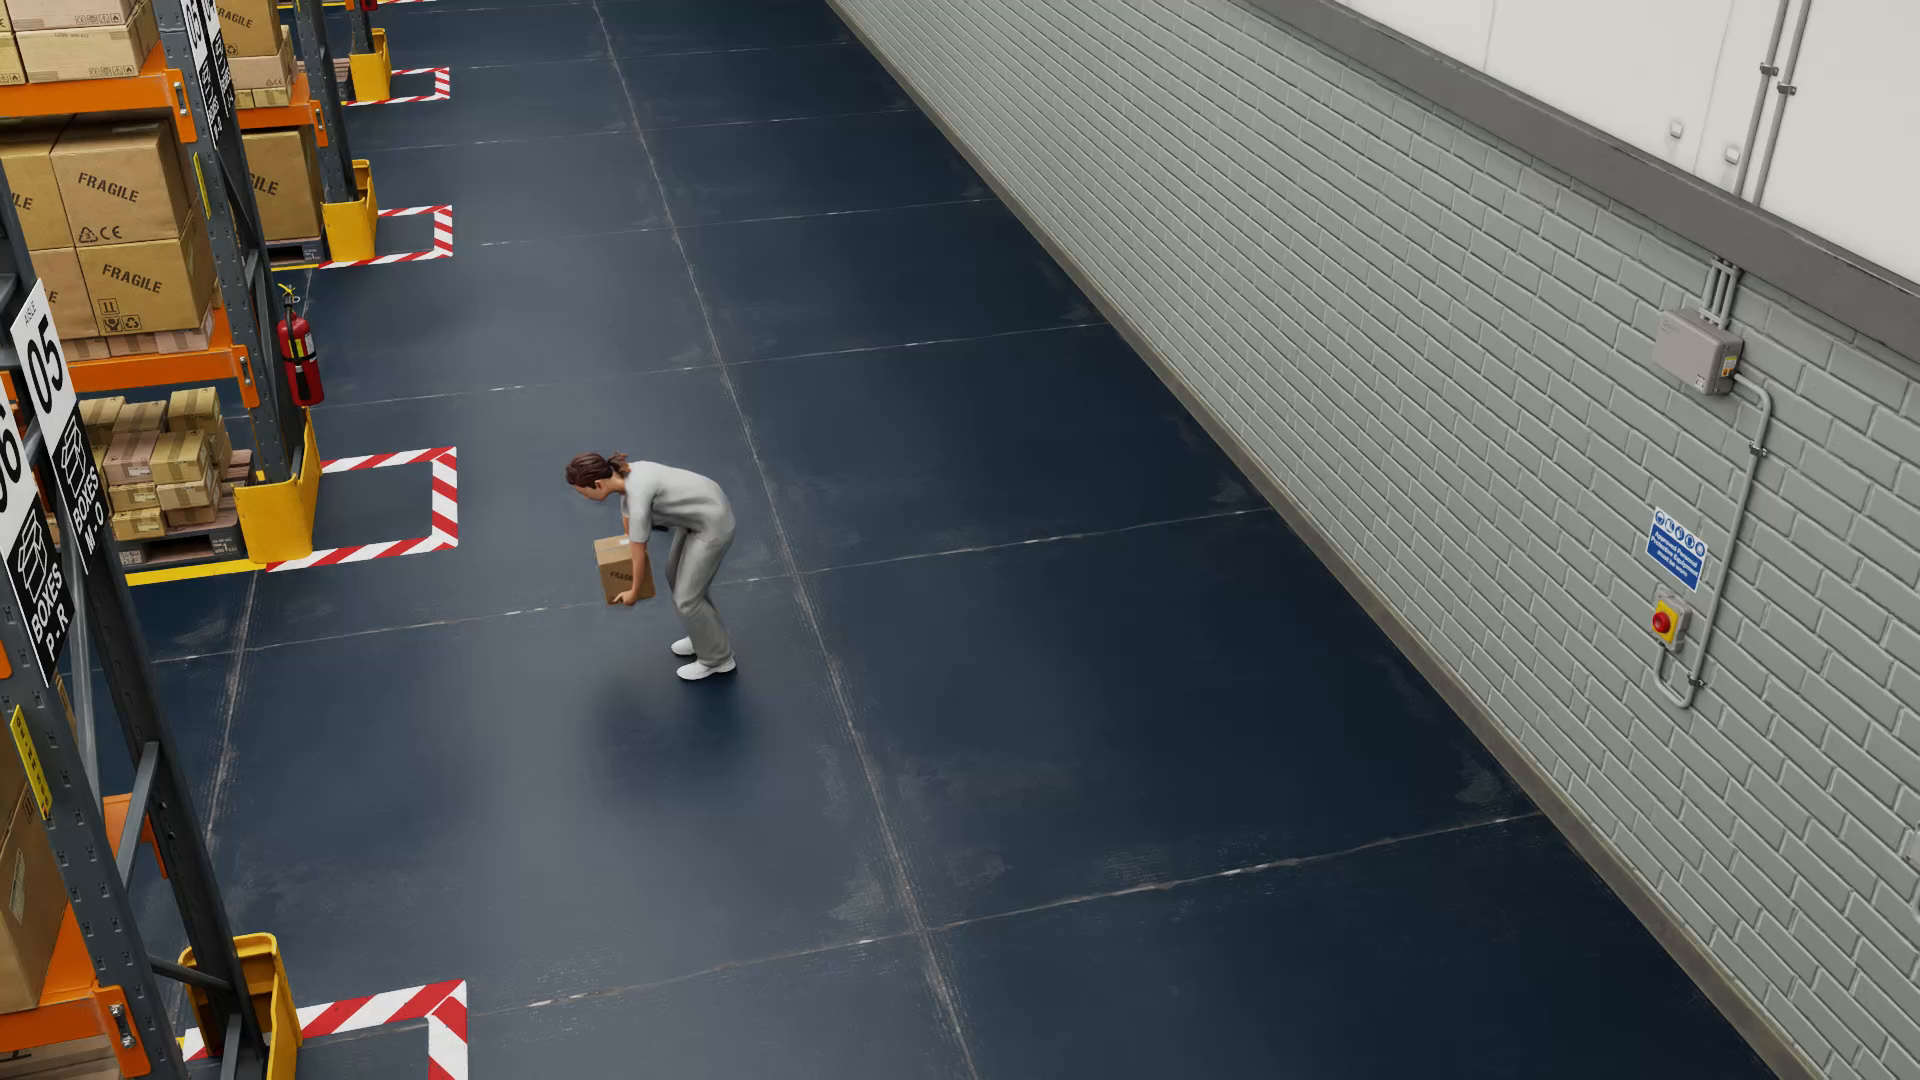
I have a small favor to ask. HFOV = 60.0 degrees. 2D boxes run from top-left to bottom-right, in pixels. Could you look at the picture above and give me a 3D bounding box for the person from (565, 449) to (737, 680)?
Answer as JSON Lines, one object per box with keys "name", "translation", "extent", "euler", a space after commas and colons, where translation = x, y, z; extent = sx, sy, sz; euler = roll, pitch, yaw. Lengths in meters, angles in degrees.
{"name": "person", "translation": [-1.528, 0.099, 8.424], "extent": [0.802, 1.318, 0.423], "euler": [-9, 32, -15]}
